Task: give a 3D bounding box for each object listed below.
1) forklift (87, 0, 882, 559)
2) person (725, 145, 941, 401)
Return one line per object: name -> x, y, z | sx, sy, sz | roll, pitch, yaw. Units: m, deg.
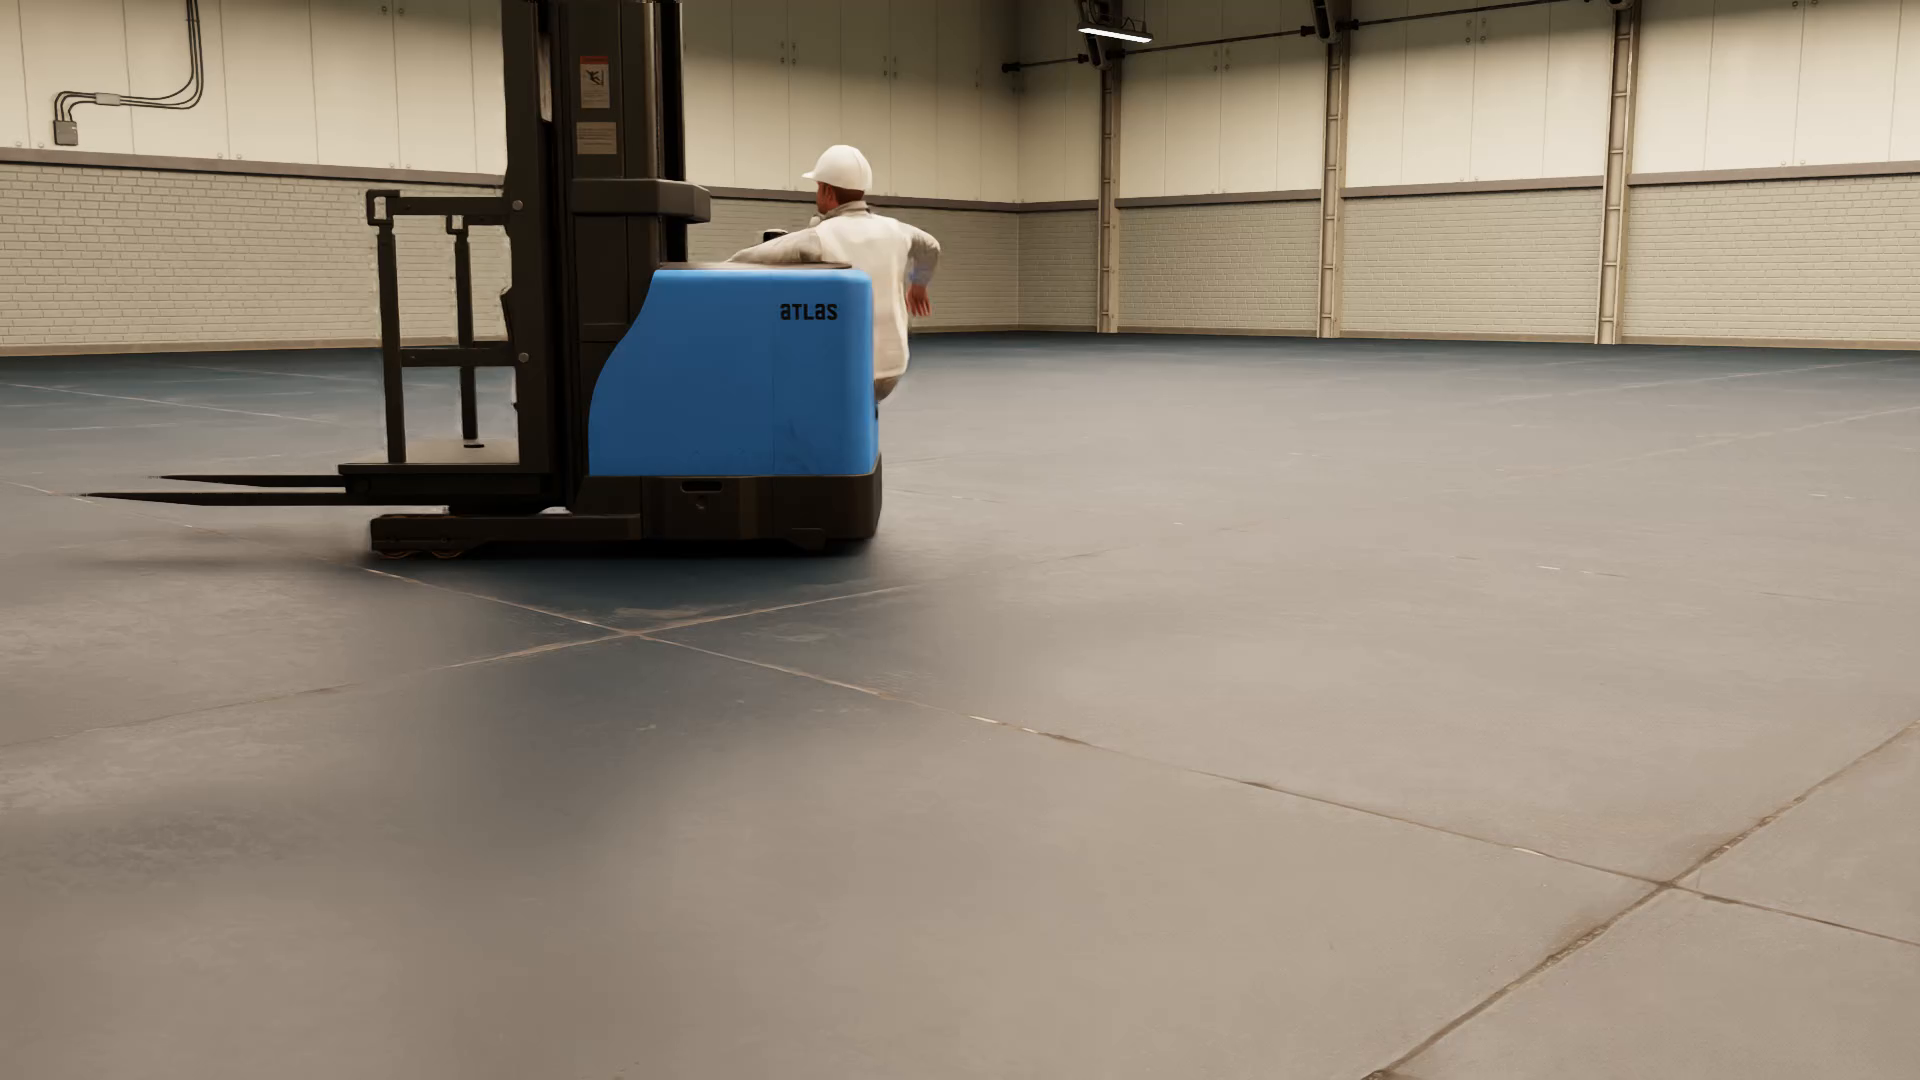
forklift -> -1.848, -1.457, 6.551 | 3.031, 2.935, 1.130 | 0, 9, -1
person -> -0.549, -0.812, 6.901 | 0.795, 1.576, 1.093 | 8, 12, 44
